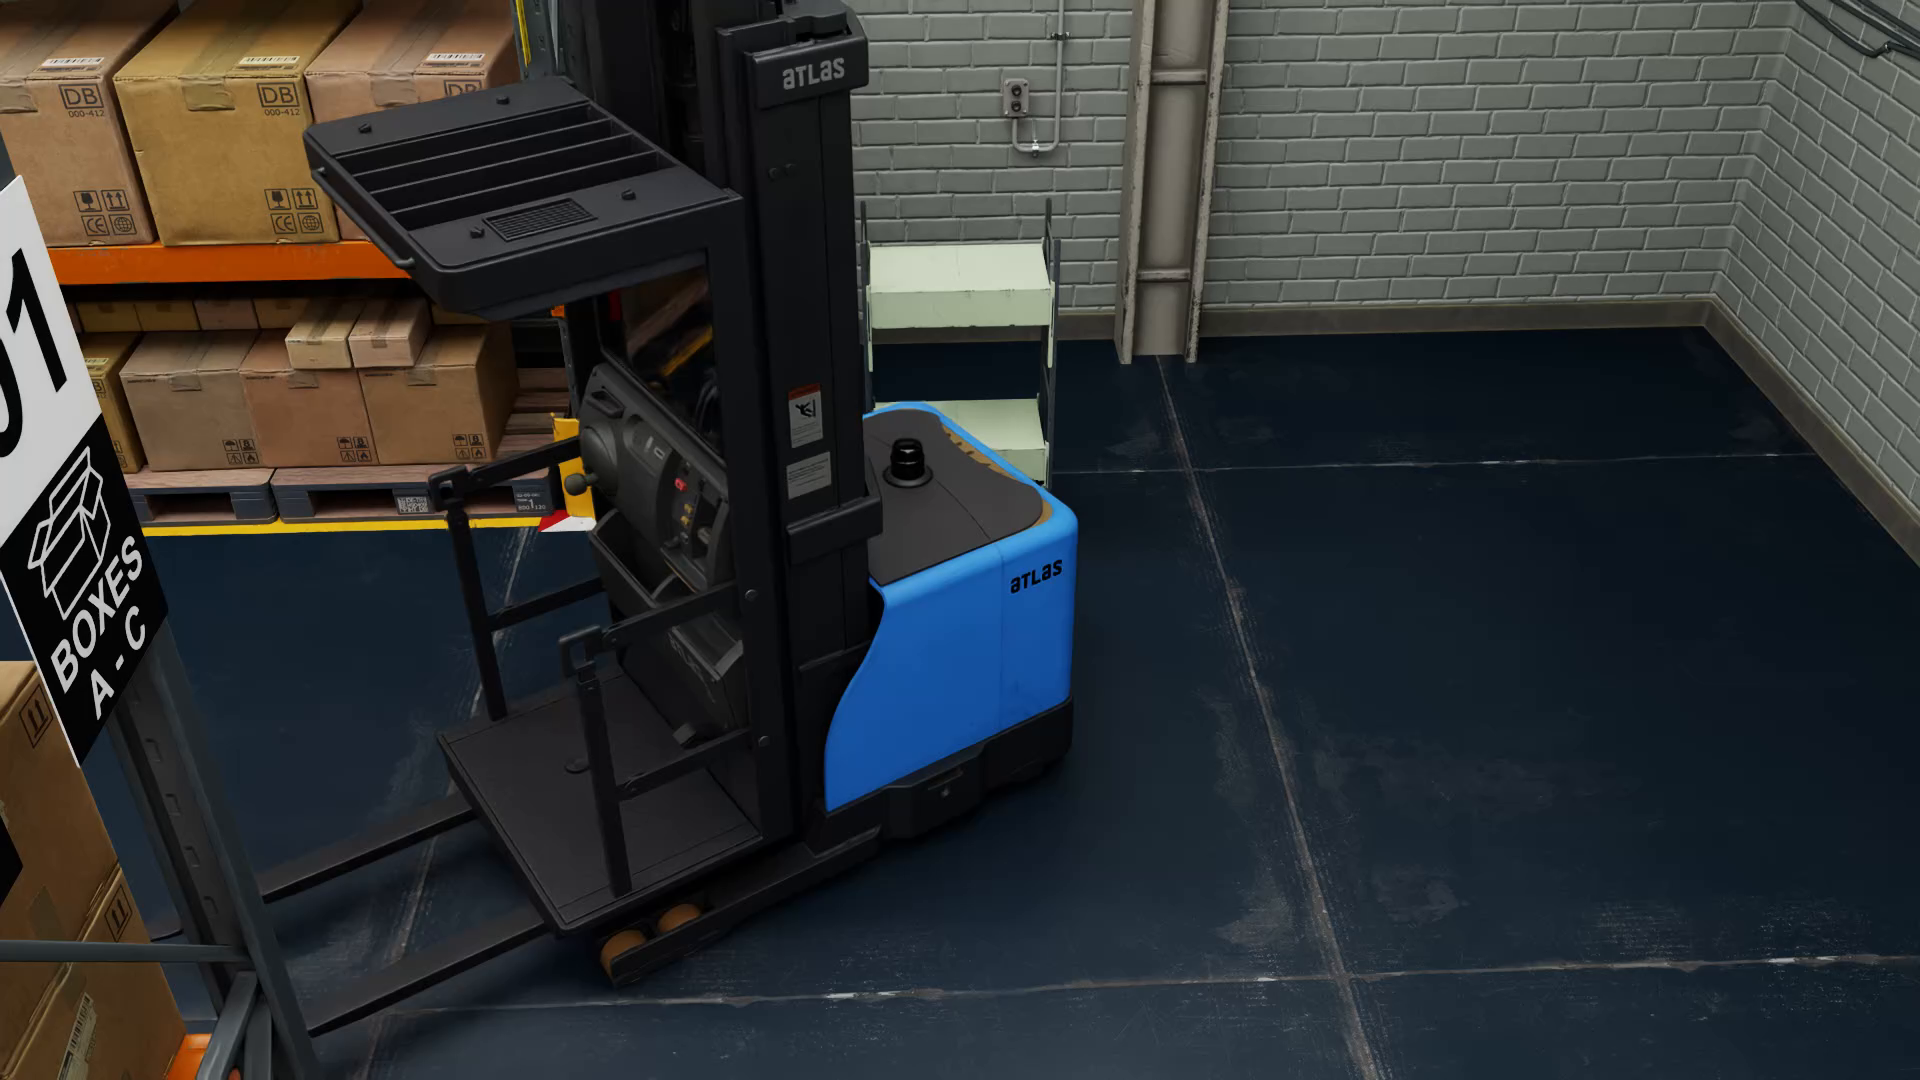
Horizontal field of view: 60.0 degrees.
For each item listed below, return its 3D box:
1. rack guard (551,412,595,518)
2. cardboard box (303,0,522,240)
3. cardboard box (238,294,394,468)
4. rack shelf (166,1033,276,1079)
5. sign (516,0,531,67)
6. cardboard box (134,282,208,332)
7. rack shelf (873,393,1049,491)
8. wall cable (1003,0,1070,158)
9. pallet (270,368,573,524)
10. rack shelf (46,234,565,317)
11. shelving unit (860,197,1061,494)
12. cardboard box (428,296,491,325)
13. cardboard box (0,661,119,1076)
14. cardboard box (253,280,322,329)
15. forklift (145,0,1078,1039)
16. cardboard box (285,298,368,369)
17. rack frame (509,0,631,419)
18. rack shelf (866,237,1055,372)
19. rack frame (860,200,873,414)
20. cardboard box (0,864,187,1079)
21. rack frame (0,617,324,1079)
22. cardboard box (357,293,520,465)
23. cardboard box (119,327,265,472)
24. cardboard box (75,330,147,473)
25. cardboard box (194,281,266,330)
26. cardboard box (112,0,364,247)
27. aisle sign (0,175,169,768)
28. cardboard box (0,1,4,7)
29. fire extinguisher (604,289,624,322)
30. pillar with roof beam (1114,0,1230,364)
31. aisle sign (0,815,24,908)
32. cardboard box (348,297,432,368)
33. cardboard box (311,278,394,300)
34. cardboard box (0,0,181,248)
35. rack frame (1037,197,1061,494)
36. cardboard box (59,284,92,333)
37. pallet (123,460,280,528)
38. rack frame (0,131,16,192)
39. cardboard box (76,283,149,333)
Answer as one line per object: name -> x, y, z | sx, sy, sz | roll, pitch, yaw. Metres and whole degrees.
rack guard -> -1.615, -0.641, 7.737 | 0.348, 0.500, 1.175 | -2, 35, -2
cardboard box -> -2.148, -1.772, 6.911 | 0.700, 0.700, 0.980 | 0, 35, 0
cardboard box -> -2.833, -0.724, 7.488 | 0.500, 0.500, 0.700 | -2, 35, -2
rack shelf -> -3.398, 1.497, 3.083 | 4.000, 0.370, 1.077 | -2, 35, -2
sign -> -1.627, -1.933, 6.182 | 0.005, 0.325, 0.100 | -2, 35, -2
cardboard box -> -3.484, -1.086, 7.441 | 0.250, 0.149, 0.380 | -1, 35, -2
rack shelf -> -0.007, -0.348, 7.008 | 0.720, 0.370, 0.431 | -2, 35, -2
wall cable -> -0.404, -2.658, 7.563 | 1.851, 1.984, 0.084 | -2, 35, -2
pallet -> -2.434, -0.456, 7.723 | 1.213, 0.211, 1.003 | -2, 35, -2
rack shelf -> -3.636, -1.319, 7.152 | 4.000, 0.370, 1.077 | -2, 35, -2
shelving unit -> -0.007, -0.617, 6.823 | 0.755, 1.500, 0.431 | -2, 35, -2
cardboard box -> -2.218, -1.121, 7.492 | 0.250, 0.149, 0.380 | -1, 35, -2
cardboard box -> -1.856, 0.557, 2.843 | 0.500, 0.500, 0.500 | -1, 35, -1
cardboard box -> -2.974, -1.101, 7.462 | 0.250, 0.149, 0.380 | -1, 35, -2
forklift -> -1.095, -0.155, 4.898 | 3.031, 2.935, 1.130 | -21, 40, -28
cardboard box -> -2.708, -0.890, 7.157 | 0.250, 0.149, 0.380 | -1, 35, -1
rack frame -> -1.639, -1.668, 7.025 | 0.127, 3.000, 1.000 | -2, 35, -2
rack shelf -> -0.007, -0.937, 6.601 | 0.720, 0.370, 0.431 | -2, 35, -2
rack frame -> -0.372, -0.607, 6.809 | 0.023, 1.500, 0.400 | -2, 35, -2
cardboard box -> -1.856, 0.968, 3.127 | 0.500, 0.500, 0.500 | -1, 35, -1
rack frame -> -1.400, 1.147, 2.956 | 0.127, 3.000, 1.000 | -2, 35, -2
cardboard box -> -2.333, -0.737, 7.507 | 0.500, 0.500, 0.700 | -2, 35, -2
cardboard box -> -3.335, -0.710, 7.468 | 0.500, 0.500, 0.700 | -3, 35, -4
cardboard box -> -3.867, -0.692, 7.441 | 0.500, 0.500, 0.700 | -1, 35, -1
cardboard box -> -3.228, -1.093, 7.452 | 0.250, 0.149, 0.380 | -1, 35, -2
cardboard box -> -2.874, -1.746, 6.874 | 0.700, 0.700, 0.980 | -2, 35, -3
aisle sign -> -1.346, -0.090, 2.460 | 0.004, 0.787, 0.394 | -2, 35, -2
cardboard box -> -4.362, -1.706, 6.815 | 0.700, 0.700, 0.980 | -2, 35, -3
fire extinguisher -> -1.466, -1.225, 6.780 | 0.183, 0.674, 0.296 | -2, 35, -2
pillar with roof beam -> 1.221, -2.253, 2.597 | 0.400, 9.000, 9.100 | -2, 35, -2
aisle sign -> -1.318, 0.251, 1.967 | 0.004, 0.787, 0.394 | -2, 35, -2
cardboard box -> -2.453, -0.897, 7.168 | 0.250, 0.149, 0.380 | -2, 35, -3
cardboard box -> -2.724, -1.107, 7.471 | 0.250, 0.149, 0.380 | -1, 35, -2
cardboard box -> -3.636, -1.731, 6.852 | 0.700, 0.700, 0.980 | -3, 35, -5
rack frame -> 0.359, -0.626, 6.837 | 0.023, 1.500, 0.400 | -2, 35, -2
cardboard box -> -3.995, -1.072, 7.421 | 0.250, 0.149, 0.380 | -1, 35, -2
pallet -> -3.649, -0.425, 7.678 | 1.213, 0.211, 1.003 | -2, 35, -2
rack frame -> -1.400, -1.320, 1.249 | 0.127, 3.000, 1.000 | -2, 35, -2
cardboard box -> -3.737, -1.080, 7.432 | 0.250, 0.149, 0.380 | -2, 35, -3
